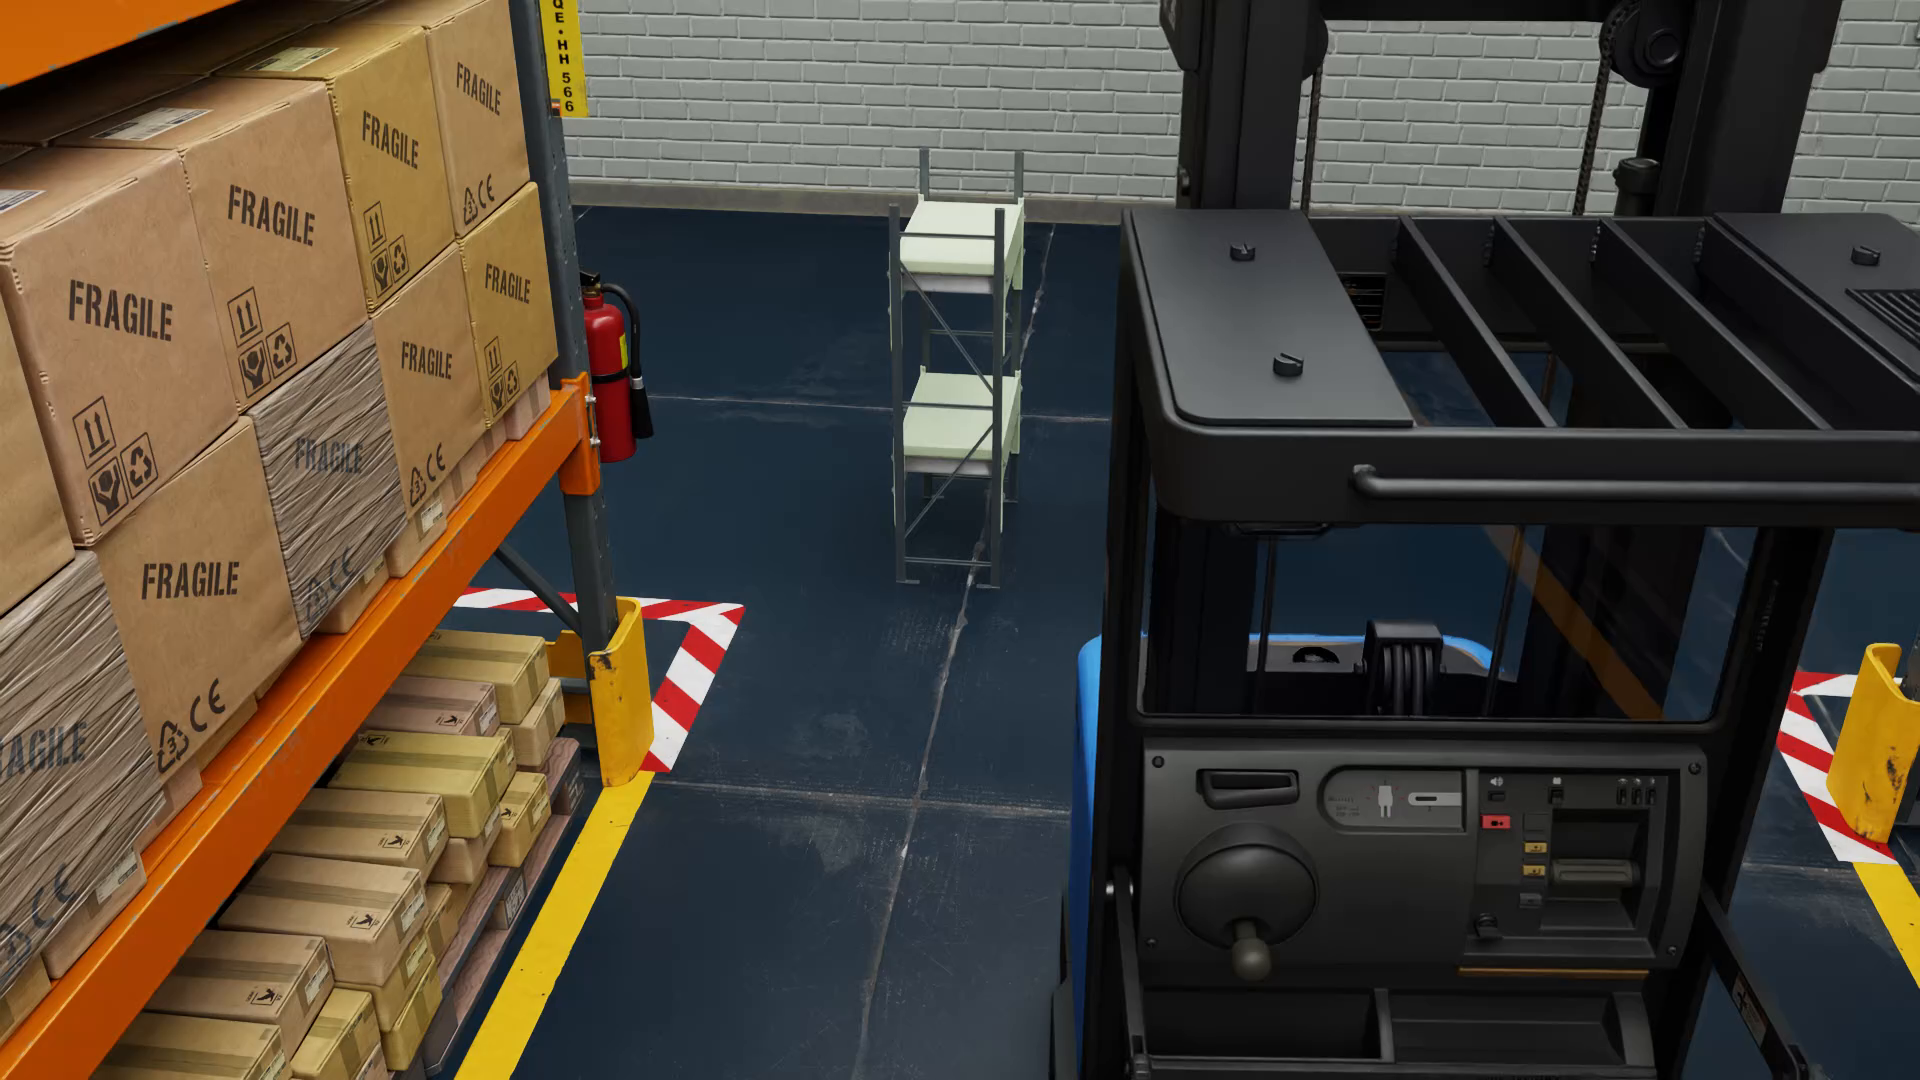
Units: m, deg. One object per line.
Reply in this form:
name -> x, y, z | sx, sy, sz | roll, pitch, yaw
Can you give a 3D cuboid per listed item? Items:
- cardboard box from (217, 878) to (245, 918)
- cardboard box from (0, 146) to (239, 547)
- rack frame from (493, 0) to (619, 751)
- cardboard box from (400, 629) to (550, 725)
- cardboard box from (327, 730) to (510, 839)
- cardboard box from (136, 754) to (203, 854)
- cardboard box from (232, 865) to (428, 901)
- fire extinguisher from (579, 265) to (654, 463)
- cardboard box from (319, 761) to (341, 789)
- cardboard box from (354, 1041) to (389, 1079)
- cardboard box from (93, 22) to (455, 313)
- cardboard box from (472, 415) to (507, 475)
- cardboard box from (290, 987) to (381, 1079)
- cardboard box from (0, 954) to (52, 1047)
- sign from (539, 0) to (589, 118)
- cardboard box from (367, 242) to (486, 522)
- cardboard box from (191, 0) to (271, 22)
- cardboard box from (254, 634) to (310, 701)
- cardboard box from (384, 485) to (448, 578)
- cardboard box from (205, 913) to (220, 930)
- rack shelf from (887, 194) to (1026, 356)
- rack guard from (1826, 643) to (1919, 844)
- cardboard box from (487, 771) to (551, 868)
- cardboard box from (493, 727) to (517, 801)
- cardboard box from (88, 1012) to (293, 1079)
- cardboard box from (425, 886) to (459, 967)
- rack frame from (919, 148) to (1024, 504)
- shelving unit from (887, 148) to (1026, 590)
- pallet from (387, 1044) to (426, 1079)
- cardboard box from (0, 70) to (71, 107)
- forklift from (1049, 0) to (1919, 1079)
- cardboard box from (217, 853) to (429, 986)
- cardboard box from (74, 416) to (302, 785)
cardboard box -> -2.098, 0.976, 4.338 | 0.380, 0.149, 0.250 | 4, 29, 7
cardboard box -> -1.589, -0.333, 2.733 | 0.500, 0.500, 0.500 | 2, 28, 4
rack frame -> -1.601, -0.681, 4.852 | 1.000, 3.000, 0.127 | 3, 28, 6
cardboard box -> -1.415, 0.391, 4.797 | 0.380, 0.149, 0.250 | 4, 29, 7
cardboard box -> -1.408, 0.635, 4.344 | 0.380, 0.149, 0.250 | 3, 28, 5
cardboard box -> -1.632, 0.446, 3.024 | 0.380, 0.149, 0.250 | 4, 29, 8
cardboard box -> -1.580, 0.888, 4.188 | 0.380, 0.149, 0.250 | 3, 28, 6
fire extinguisher -> -1.112, -0.575, 5.129 | 0.296, 0.674, 0.183 | 3, 28, 6
cardboard box -> -1.934, 0.745, 4.767 | 0.380, 0.149, 0.250 | 3, 28, 6
cardboard box -> -1.547, 1.263, 3.805 | 0.380, 0.149, 0.250 | 4, 29, 7
cardboard box -> -1.473, -0.828, 3.651 | 0.500, 0.500, 0.500 | 2, 28, 4
cardboard box -> -1.428, -0.286, 4.383 | 0.380, 0.149, 0.250 | 3, 28, 6
cardboard box -> -1.545, 1.132, 3.736 | 0.380, 0.149, 0.250 | 5, 29, 9
cardboard box -> -1.658, 0.701, 2.551 | 0.380, 0.149, 0.250 | 4, 29, 7
sign -> -1.053, -1.288, 4.425 | 0.100, 0.325, 0.005 | 3, 28, 6
cardboard box -> -1.469, -0.387, 3.888 | 0.500, 0.500, 0.500 | 3, 28, 5
cardboard box -> -1.920, -1.100, 4.157 | 0.500, 0.500, 0.500 | 3, 28, 6
cardboard box -> -1.606, 0.201, 3.480 | 0.380, 0.149, 0.250 | 2, 28, 4
cardboard box -> -1.452, -0.045, 3.936 | 0.380, 0.149, 0.250 | 4, 29, 8
cardboard box -> -2.029, 0.981, 4.016 | 0.380, 0.149, 0.250 | 2, 28, 4
rack shelf -> -0.001, -1.001, 6.203 | 0.431, 0.370, 0.720 | 3, 28, 6
rack guard -> 3.327, 0.648, 5.020 | 1.175, 0.500, 0.348 | 3, 28, 6
cardboard box -> -1.390, 0.776, 4.710 | 0.380, 0.149, 0.250 | 4, 29, 8
cardboard box -> -1.468, 0.643, 4.643 | 0.380, 0.149, 0.250 | 3, 28, 5
cardboard box -> -1.627, 1.126, 3.434 | 0.380, 0.149, 0.250 | 3, 29, 6
cardboard box -> -1.525, 1.012, 4.271 | 0.380, 0.149, 0.250 | 4, 29, 7
rack frame -> 0.044, -0.829, 6.708 | 0.400, 1.500, 0.023 | 3, 28, 6
shelving unit -> -0.001, -0.657, 6.388 | 0.431, 1.500, 0.755 | 3, 28, 6
pallet -> -1.897, 1.535, 3.678 | 1.003, 0.211, 1.213 | 3, 28, 6
cardboard box -> -2.061, -0.619, 3.263 | 0.500, 0.500, 0.500 | 3, 28, 5
forklift -> 0.766, 0.577, 2.589 | 1.130, 2.935, 3.031 | 1, 28, 1
cardboard box -> -1.480, 0.883, 3.884 | 0.380, 0.149, 0.250 | 4, 29, 8
cardboard box -> -1.593, 0.086, 3.009 | 0.500, 0.500, 0.500 | 5, 29, 9
